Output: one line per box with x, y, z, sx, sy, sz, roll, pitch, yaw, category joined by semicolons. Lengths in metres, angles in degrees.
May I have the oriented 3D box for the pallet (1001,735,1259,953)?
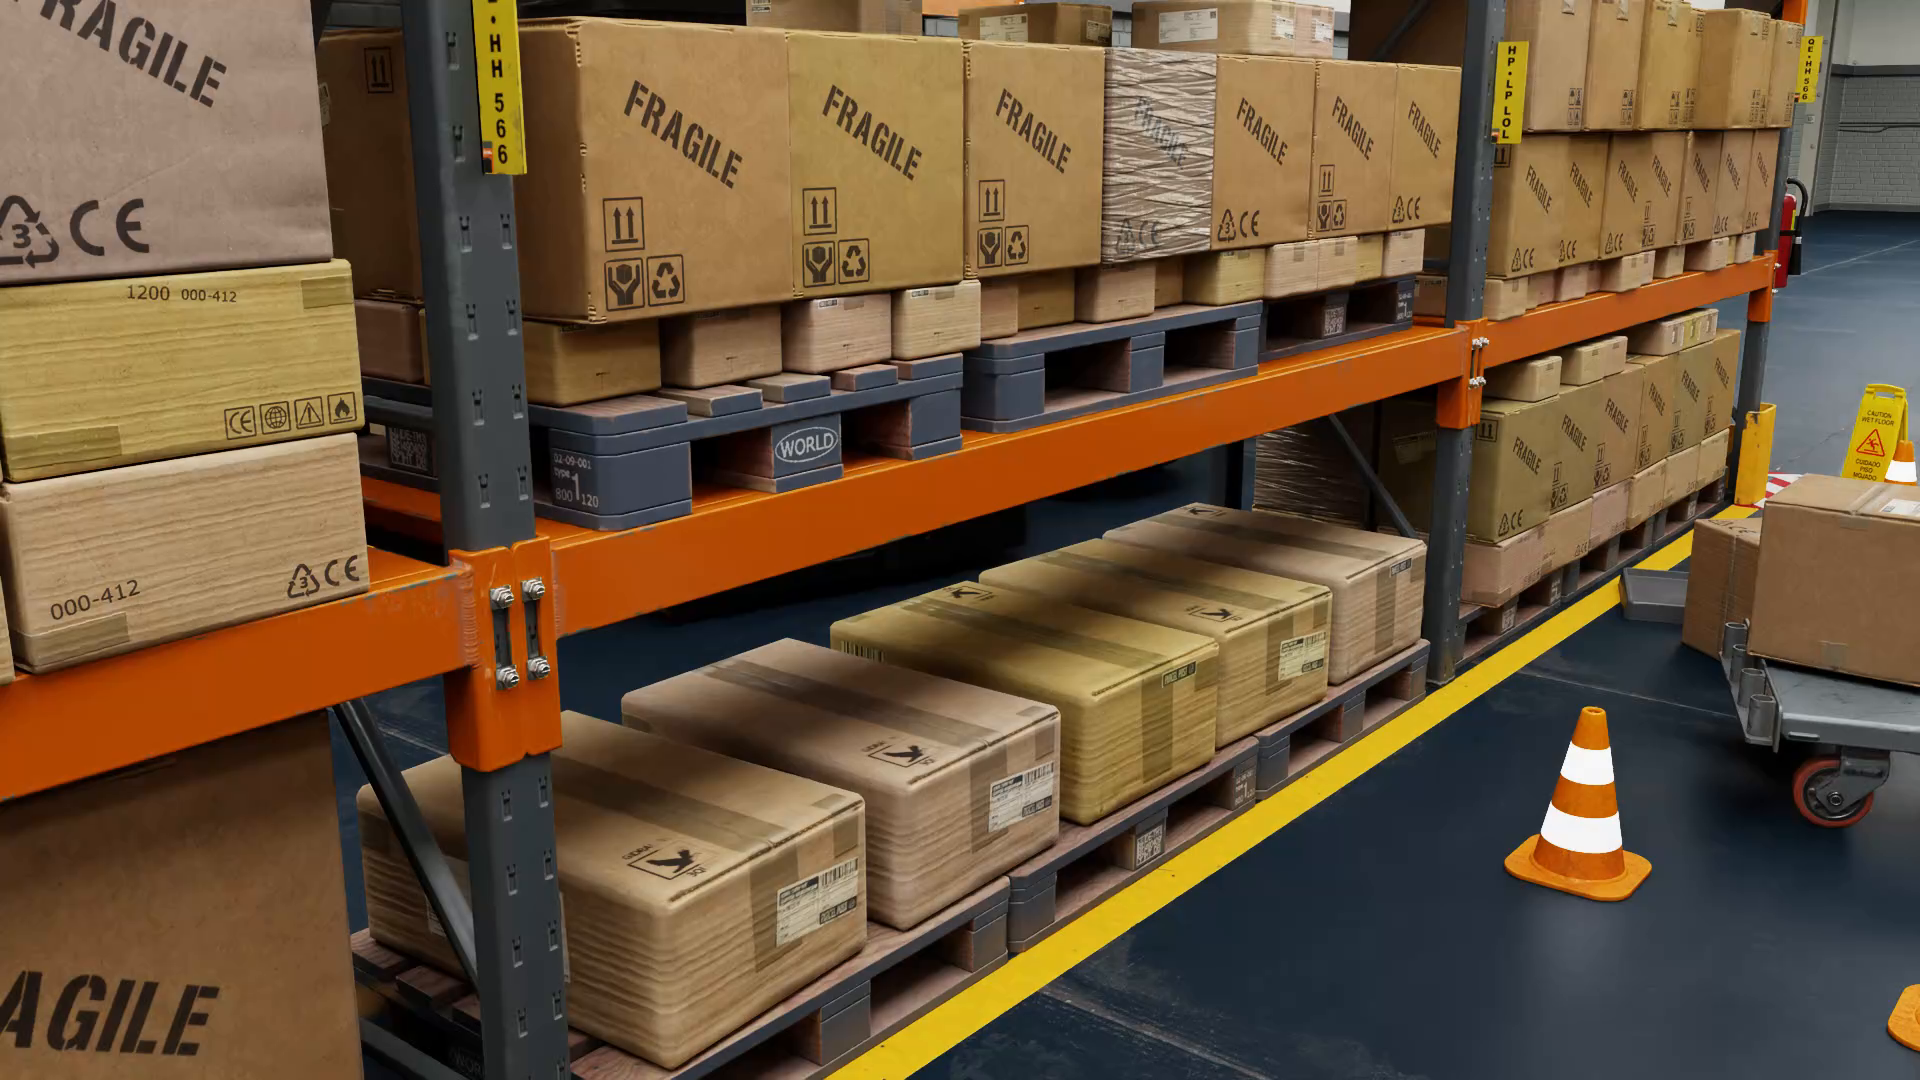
0.133;0.730;4.820;1.003;0.211;1.213;11;18;38;pallet

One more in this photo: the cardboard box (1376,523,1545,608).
1.968;0.053;6.555;0.500;0.250;0.500;10;17;35;cardboard box

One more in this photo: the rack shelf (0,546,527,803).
-2.384;0.492;1.554;1.077;0.370;4.000;11;18;38;rack shelf

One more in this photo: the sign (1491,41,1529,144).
1.821;-1.481;5.510;0.100;0.325;0.005;11;18;38;sign

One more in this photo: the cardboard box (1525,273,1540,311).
1.953;-0.951;6.283;0.380;0.149;0.250;12;19;39;cardboard box

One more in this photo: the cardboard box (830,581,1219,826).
0.175;0.437;4.794;0.950;0.372;0.625;12;19;39;cardboard box

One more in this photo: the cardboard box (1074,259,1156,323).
0.276;-0.657;4.273;0.380;0.149;0.250;12;19;39;cardboard box

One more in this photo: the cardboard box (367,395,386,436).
-3.289;-0.576;8.269;0.875;0.625;0.625;11;18;37;cardboard box

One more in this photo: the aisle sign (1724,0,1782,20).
4.166;-2.998;8.554;0.394;0.787;0.004;11;18;38;aisle sign

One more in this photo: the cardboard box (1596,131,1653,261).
2.504;-1.433;6.864;0.500;0.500;0.500;11;18;37;cardboard box

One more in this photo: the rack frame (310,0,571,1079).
-1.127;-0.239;2.973;1.000;3.000;0.127;11;18;38;rack frame

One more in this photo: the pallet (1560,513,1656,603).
2.548;-0.023;7.783;1.003;0.211;1.213;11;18;38;pallet

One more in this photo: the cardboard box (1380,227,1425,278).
1.279;-0.946;5.412;0.380;0.149;0.250;12;18;38;cardboard box

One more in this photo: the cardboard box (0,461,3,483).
-1.553;-0.178;2.021;0.500;0.250;0.500;11;18;36;cardboard box

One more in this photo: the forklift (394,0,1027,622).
-1.192;-1.232;7.019;3.031;2.935;1.130;-9;17;-33;forklift

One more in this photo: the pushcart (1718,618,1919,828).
3.192;0.609;4.960;1.648;0.377;0.936;5;15;18;pushcart

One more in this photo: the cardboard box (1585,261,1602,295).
2.422;-1.104;6.887;0.380;0.149;0.250;11;18;37;cardboard box

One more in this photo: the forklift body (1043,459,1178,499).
0.265;-1.482;9.588;2.313;2.155;1.214;11;18;38;forklift body

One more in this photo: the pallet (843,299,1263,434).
0.086;-0.532;4.514;1.003;0.211;1.213;11;18;38;pallet

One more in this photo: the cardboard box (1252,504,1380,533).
1.550;-0.031;6.885;0.500;0.250;0.500;12;19;40;cardboard box

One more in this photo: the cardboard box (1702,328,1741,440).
3.601;-0.812;8.435;0.500;0.500;0.500;11;18;38;cardboard box

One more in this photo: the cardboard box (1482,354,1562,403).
2.093;-0.640;6.441;0.380;0.149;0.250;12;18;38;cardboard box

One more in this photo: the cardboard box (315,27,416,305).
-1.057;-0.766;3.384;0.500;0.500;0.500;11;18;36;cardboard box

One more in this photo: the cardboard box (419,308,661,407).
-0.778;-0.355;3.084;0.380;0.149;0.250;10;17;34;cardboard box

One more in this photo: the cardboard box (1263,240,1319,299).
0.808;-0.794;4.813;0.380;0.149;0.250;11;18;38;cardboard box

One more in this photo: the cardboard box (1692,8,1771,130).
3.186;-2.108;7.490;0.700;0.500;0.500;11;18;37;cardboard box

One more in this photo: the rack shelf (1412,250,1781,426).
2.644;-1.040;7.585;1.077;0.370;4.000;11;18;38;rack shelf

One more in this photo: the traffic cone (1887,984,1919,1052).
2.292;0.889;3.685;0.336;0.463;0.334;11;18;38;traffic cone

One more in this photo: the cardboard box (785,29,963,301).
-0.342;-0.787;3.468;0.500;0.500;0.500;12;19;40;cardboard box

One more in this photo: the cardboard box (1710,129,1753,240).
3.456;-1.722;8.003;0.500;0.500;0.500;11;18;38;cardboard box

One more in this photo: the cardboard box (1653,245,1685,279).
3.083;-1.289;7.616;0.380;0.149;0.250;11;18;37;cardboard box

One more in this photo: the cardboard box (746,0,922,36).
-0.318;-1.307;4.198;0.380;0.149;0.250;10;17;35;cardboard box

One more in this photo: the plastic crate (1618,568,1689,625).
3.012;0.236;7.032;0.402;0.080;0.583;5;15;18;plastic crate

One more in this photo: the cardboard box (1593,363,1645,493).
2.623;-0.514;7.264;0.500;0.500;0.500;12;19;40;cardboard box

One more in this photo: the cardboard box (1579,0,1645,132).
2.171;-1.828;6.388;0.700;0.500;0.500;11;18;38;cardboard box

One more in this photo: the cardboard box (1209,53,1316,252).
0.636;-1.085;4.640;0.500;0.500;0.500;12;19;39;cardboard box

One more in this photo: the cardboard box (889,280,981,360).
-0.177;-0.498;3.650;0.380;0.149;0.250;11;18;38;cardboard box

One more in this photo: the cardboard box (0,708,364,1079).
-1.625;0.706;2.713;0.875;0.875;0.875;11;18;37;cardboard box

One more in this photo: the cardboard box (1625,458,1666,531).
2.946;-0.247;7.734;0.500;0.250;0.500;10;18;36;cardboard box

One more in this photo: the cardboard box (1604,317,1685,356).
3.095;-0.948;7.653;0.380;0.149;0.250;12;19;40;cardboard box

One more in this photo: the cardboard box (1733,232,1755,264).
3.760;-1.479;8.364;0.380;0.149;0.250;11;18;37;cardboard box
